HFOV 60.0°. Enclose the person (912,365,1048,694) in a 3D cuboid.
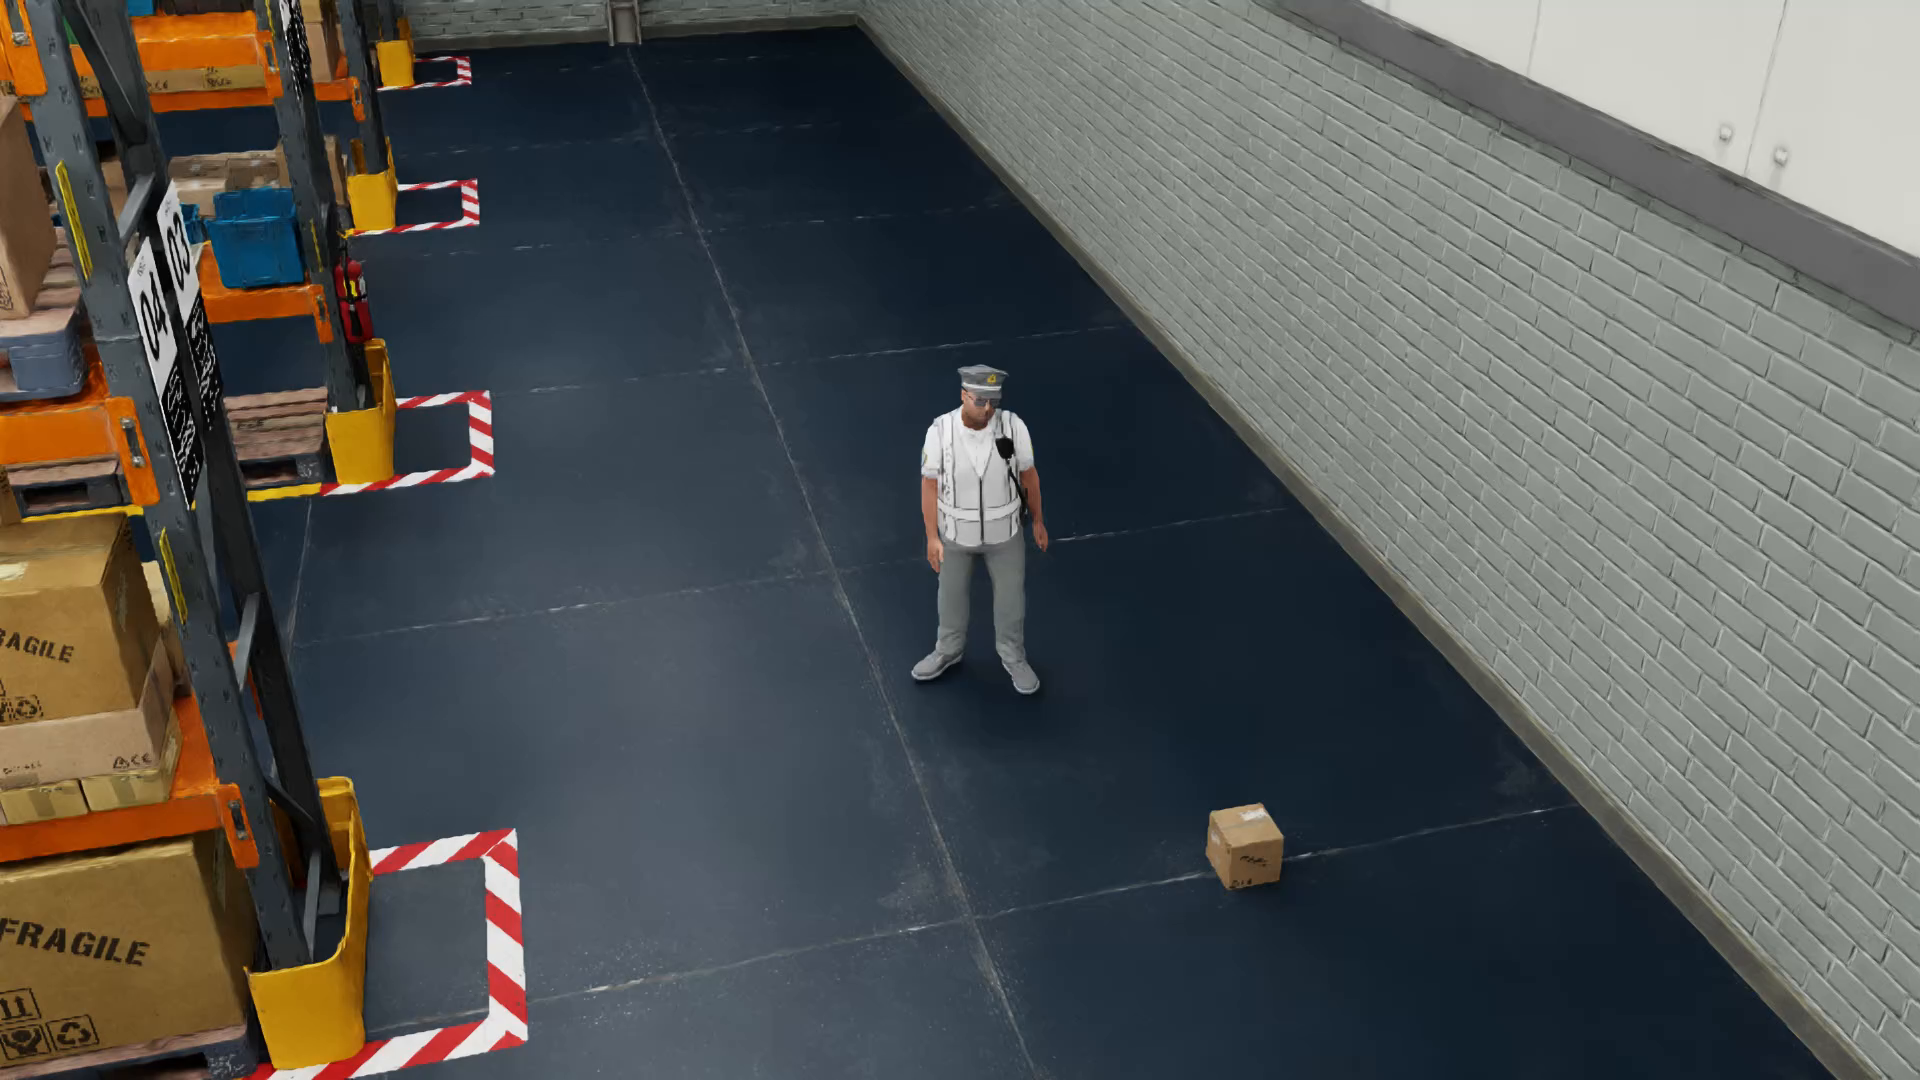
[{"bbox_3d":[0.095,-0.055,8.273,0.690,1.770,0.398,-1,30,-1],"label":"person"}]
